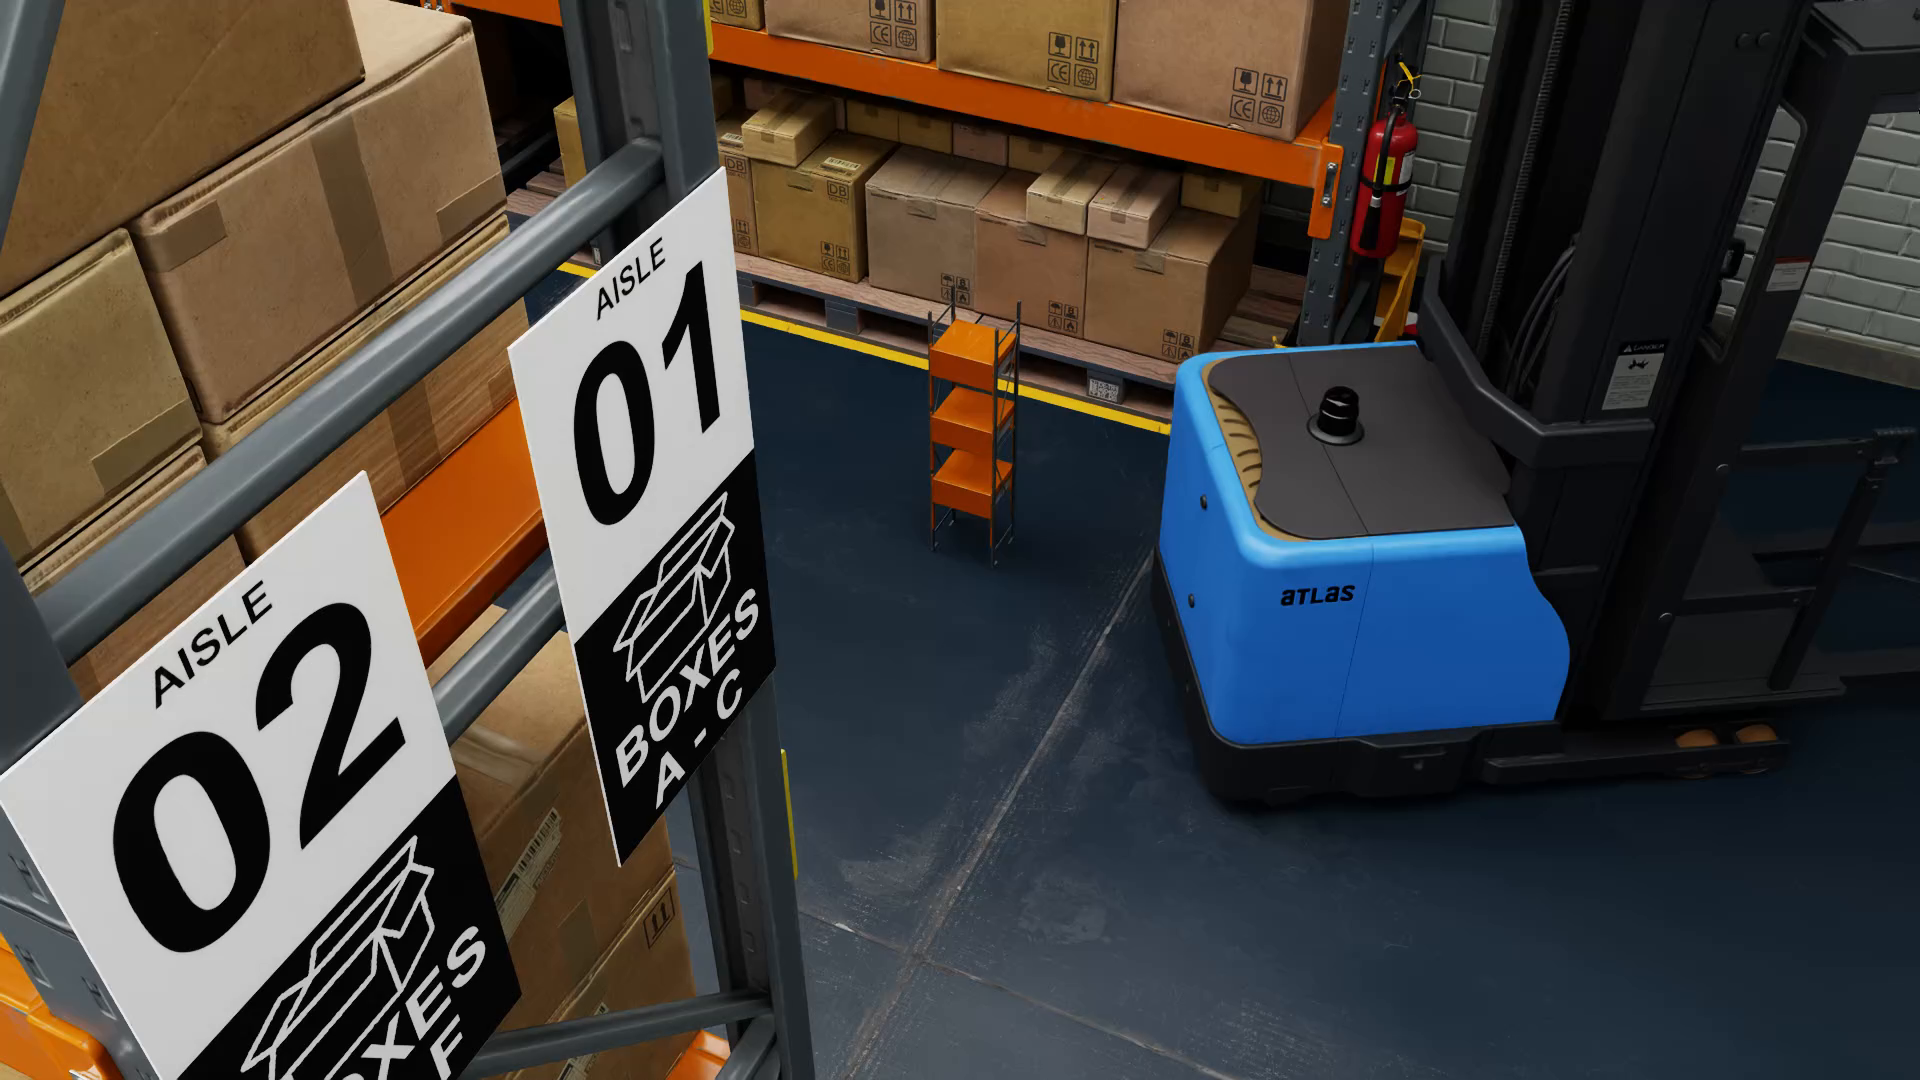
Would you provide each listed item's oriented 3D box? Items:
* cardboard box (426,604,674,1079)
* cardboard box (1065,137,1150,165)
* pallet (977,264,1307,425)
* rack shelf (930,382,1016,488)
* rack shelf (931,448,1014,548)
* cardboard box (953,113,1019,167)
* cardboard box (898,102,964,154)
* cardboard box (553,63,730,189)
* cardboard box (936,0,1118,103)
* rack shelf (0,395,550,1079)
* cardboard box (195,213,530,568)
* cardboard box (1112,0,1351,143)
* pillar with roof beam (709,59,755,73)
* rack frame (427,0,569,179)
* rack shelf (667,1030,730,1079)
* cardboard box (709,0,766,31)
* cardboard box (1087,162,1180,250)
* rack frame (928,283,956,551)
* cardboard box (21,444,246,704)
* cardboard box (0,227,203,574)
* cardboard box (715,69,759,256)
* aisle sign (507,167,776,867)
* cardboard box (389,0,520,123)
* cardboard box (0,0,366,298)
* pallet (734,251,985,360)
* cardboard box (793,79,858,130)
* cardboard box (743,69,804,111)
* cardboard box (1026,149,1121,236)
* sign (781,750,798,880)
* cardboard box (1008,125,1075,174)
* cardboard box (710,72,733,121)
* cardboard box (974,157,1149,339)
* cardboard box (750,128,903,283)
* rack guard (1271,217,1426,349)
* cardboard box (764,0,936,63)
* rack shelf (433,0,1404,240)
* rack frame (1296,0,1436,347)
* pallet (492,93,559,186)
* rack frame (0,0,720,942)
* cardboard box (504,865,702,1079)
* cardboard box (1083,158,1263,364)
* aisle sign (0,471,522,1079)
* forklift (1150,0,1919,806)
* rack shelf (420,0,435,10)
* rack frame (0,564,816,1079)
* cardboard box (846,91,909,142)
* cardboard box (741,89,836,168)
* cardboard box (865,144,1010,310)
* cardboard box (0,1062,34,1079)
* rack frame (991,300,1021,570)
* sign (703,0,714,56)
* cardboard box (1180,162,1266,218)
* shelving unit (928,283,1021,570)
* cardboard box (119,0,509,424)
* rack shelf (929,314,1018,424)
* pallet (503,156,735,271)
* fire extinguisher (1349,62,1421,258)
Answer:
[{"bbox_3d":[-0.823,0.441,2.611,0.500,0.500,0.500,18,44,20],"label":"cardboard box"},{"bbox_3d":[0.620,-1.623,6.925,0.250,0.149,0.380,17,44,19],"label":"cardboard box"},{"bbox_3d":[0.801,-0.926,7.158,1.213,0.211,1.003,17,44,19],"label":"pallet"},{"bbox_3d":[0.048,-0.374,5.896,0.240,0.259,0.215,17,44,19],"label":"rack shelf"},{"bbox_3d":[0.048,-0.164,6.078,0.240,0.259,0.215,17,44,19],"label":"rack shelf"},{"bbox_3d":[0.163,-1.762,7.086,0.250,0.149,0.380,18,44,19],"label":"cardboard box"},{"bbox_3d":[-0.070,-1.833,7.167,0.250,0.149,0.380,17,44,19],"label":"cardboard box"},{"bbox_3d":[-1.432,-1.859,7.692,0.500,0.500,0.700,18,44,19],"label":"cardboard box"},{"bbox_3d":[0.428,-2.249,6.325,0.700,0.700,0.980,17,44,18],"label":"cardboard box"},{"bbox_3d":[-2.345,-0.279,2.541,4.000,0.370,1.077,17,44,19],"label":"rack shelf"},{"bbox_3d":[-0.891,-0.234,2.054,0.500,0.250,0.500,17,44,19],"label":"cardboard box"},{"bbox_3d":[1.092,-2.054,6.100,0.700,0.700,0.980,19,44,21],"label":"cardboard box"},{"bbox_3d":[-2.886,-2.944,2.776,0.400,9.000,9.100,17,44,19],"label":"pillar with roof beam"},{"bbox_3d":[-2.066,-2.913,7.320,0.127,3.000,1.000,17,44,19],"label":"rack frame"},{"bbox_3d":[-2.345,0.854,3.524,4.000,0.370,1.077,17,44,19],"label":"rack shelf"},{"bbox_3d":[-0.922,-2.661,6.801,0.700,0.700,0.980,16,43,18],"label":"cardboard box"},{"bbox_3d":[0.688,-1.326,6.583,0.250,0.149,0.380,16,44,18],"label":"cardboard box"},{"bbox_3d":[-0.062,-0.416,5.928,0.008,1.050,0.200,17,44,19],"label":"rack frame"},{"bbox_3d":[-1.110,0.074,1.699,0.500,0.250,0.500,17,44,19],"label":"cardboard box"},{"bbox_3d":[-1.106,-0.120,1.541,0.500,0.250,0.500,17,44,19],"label":"cardboard box"},{"bbox_3d":[-0.978,-1.718,7.530,0.500,0.500,0.700,17,44,18],"label":"cardboard box"},{"bbox_3d":[-0.347,-0.002,1.977,0.004,0.787,0.394,17,44,19],"label":"aisle sign"},{"bbox_3d":[-2.710,-2.362,8.006,0.750,0.750,0.750,17,44,19],"label":"cardboard box"},{"bbox_3d":[-1.005,-0.545,1.459,0.500,0.500,0.700,17,44,19],"label":"cardboard box"},{"bbox_3d":[-0.301,-1.265,7.548,1.213,0.211,1.003,17,44,19],"label":"pallet"},{"bbox_3d":[-0.533,-1.974,7.330,0.250,0.149,0.380,17,44,19],"label":"cardboard box"},{"bbox_3d":[-0.762,-2.045,7.412,0.250,0.149,0.380,16,43,17],"label":"cardboard box"},{"bbox_3d":[0.457,-1.397,6.664,0.250,0.149,0.380,18,44,20],"label":"cardboard box"},{"bbox_3d":[-0.303,0.487,2.737,0.005,0.325,0.100,17,44,19],"label":"sign"},{"bbox_3d":[0.394,-1.692,7.005,0.250,0.149,0.380,17,44,19],"label":"cardboard box"},{"bbox_3d":[-1.199,-1.901,7.246,0.250,0.149,0.380,18,44,20],"label":"cardboard box"},{"bbox_3d":[0.428,-1.292,7.039,0.500,0.500,0.700,17,44,19],"label":"cardboard box"},{"bbox_3d":[-0.514,-1.574,7.364,0.500,0.500,0.700,18,44,20],"label":"cardboard box"},{"bbox_3d":[1.580,-0.854,6.853,0.348,0.500,1.175,17,44,19],"label":"rack guard"},{"bbox_3d":[-0.259,-2.465,6.575,0.700,0.700,0.980,15,43,17],"label":"cardboard box"},{"bbox_3d":[-0.254,-2.087,6.917,4.000,0.370,1.077,17,44,19],"label":"rack shelf"},{"bbox_3d":[1.559,-1.805,6.042,0.127,3.000,1.000,17,44,19],"label":"rack frame"},{"bbox_3d":[-2.797,-2.028,8.429,1.213,0.211,1.003,17,44,19],"label":"pallet"},{"bbox_3d":[-0.532,-1.131,0.684,0.127,3.000,1.000,17,44,19],"label":"rack frame"},{"bbox_3d":[-0.823,0.819,2.939,0.500,0.500,0.500,18,44,20],"label":"cardboard box"},{"bbox_3d":[0.882,-1.154,6.879,0.500,0.500,0.700,17,44,19],"label":"cardboard box"},{"bbox_3d":[-0.600,0.355,1.566,0.004,0.787,0.394,17,44,19],"label":"aisle sign"},{"bbox_3d":[2.227,-0.681,4.798,3.031,2.935,1.130,-4,41,-5],"label":"forklift"},{"bbox_3d":[-3.879,-3.195,8.195,4.000,0.370,1.077,17,44,19],"label":"rack shelf"},{"bbox_3d":[-0.532,1.136,2.649,0.127,3.000,1.000,17,44,19],"label":"rack frame"},{"bbox_3d":[-0.299,-1.903,7.248,0.250,0.149,0.380,16,43,18],"label":"cardboard box"},{"bbox_3d":[-0.726,-1.757,7.079,0.250,0.149,0.380,16,43,17],"label":"cardboard box"},{"bbox_3d":[-0.028,-1.431,7.199,0.500,0.500,0.700,16,43,17],"label":"cardboard box"},{"bbox_3d":[-1.052,0.761,2.243,0.500,0.500,0.500,17,44,18],"label":"cardboard box"},{"bbox_3d":[0.159,-0.348,5.850,0.008,1.050,0.200,17,44,19],"label":"rack frame"},{"bbox_3d":[-0.303,-0.650,1.752,0.005,0.325,0.100,17,44,19],"label":"sign"},{"bbox_3d":[1.080,-1.483,6.763,0.250,0.149,0.380,17,44,19],"label":"cardboard box"},{"bbox_3d":[0.048,-0.382,5.889,0.252,1.050,0.215,17,44,19],"label":"shelving unit"},{"bbox_3d":[-0.888,-0.426,1.894,0.500,0.250,0.500,17,44,19],"label":"cardboard box"},{"bbox_3d":[0.048,-0.588,5.710,0.240,0.259,0.215,17,44,19],"label":"rack shelf"},{"bbox_3d":[-1.410,-1.602,7.937,1.213,0.211,1.003,17,44,19],"label":"pallet"},{"bbox_3d":[1.500,-1.319,5.826,0.183,0.674,0.296,17,44,19],"label":"fire extinguisher"}]
